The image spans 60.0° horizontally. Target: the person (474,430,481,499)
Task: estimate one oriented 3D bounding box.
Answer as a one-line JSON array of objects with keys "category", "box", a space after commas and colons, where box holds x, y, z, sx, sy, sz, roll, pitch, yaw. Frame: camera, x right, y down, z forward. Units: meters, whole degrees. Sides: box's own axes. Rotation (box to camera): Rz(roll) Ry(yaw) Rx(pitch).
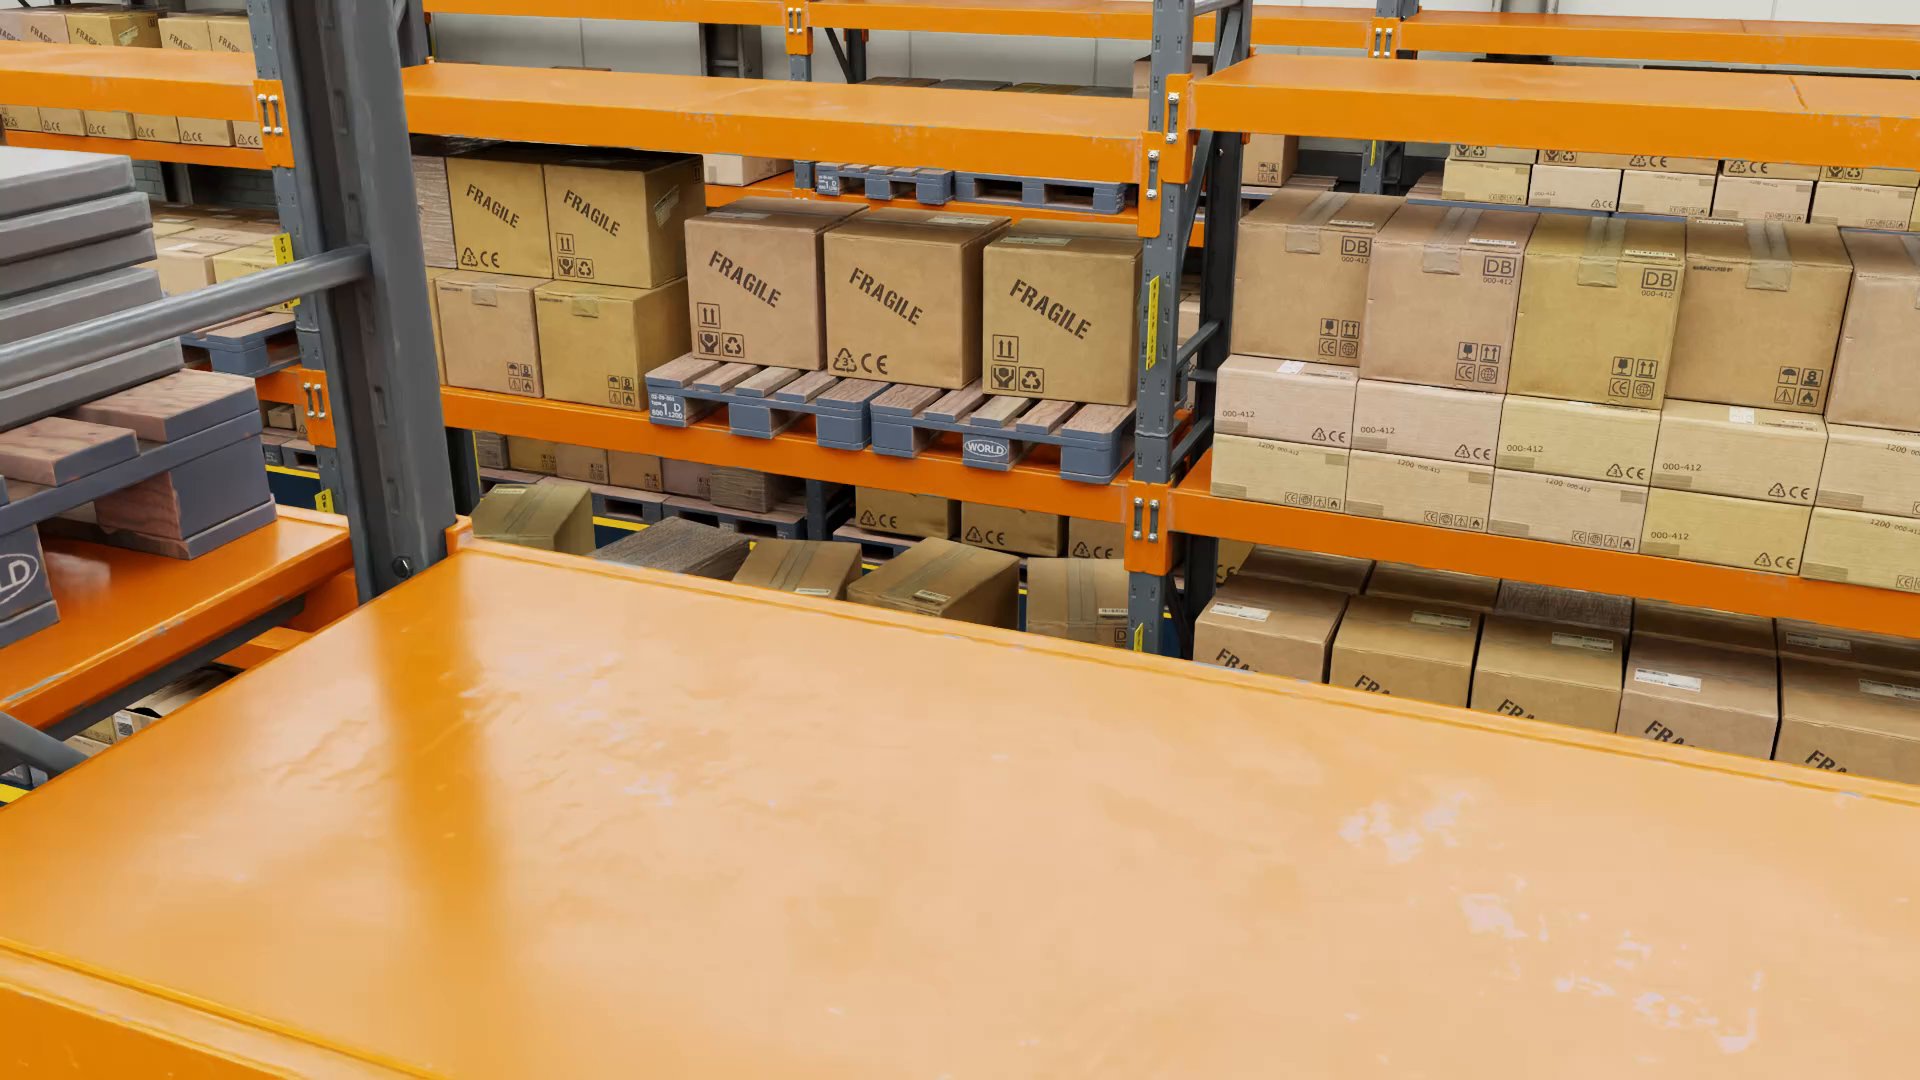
[{"category": "person", "box": [-3.985, -0.847, 12.945, 0.389, 1.770, 0.571, 10, 24, 23]}]
